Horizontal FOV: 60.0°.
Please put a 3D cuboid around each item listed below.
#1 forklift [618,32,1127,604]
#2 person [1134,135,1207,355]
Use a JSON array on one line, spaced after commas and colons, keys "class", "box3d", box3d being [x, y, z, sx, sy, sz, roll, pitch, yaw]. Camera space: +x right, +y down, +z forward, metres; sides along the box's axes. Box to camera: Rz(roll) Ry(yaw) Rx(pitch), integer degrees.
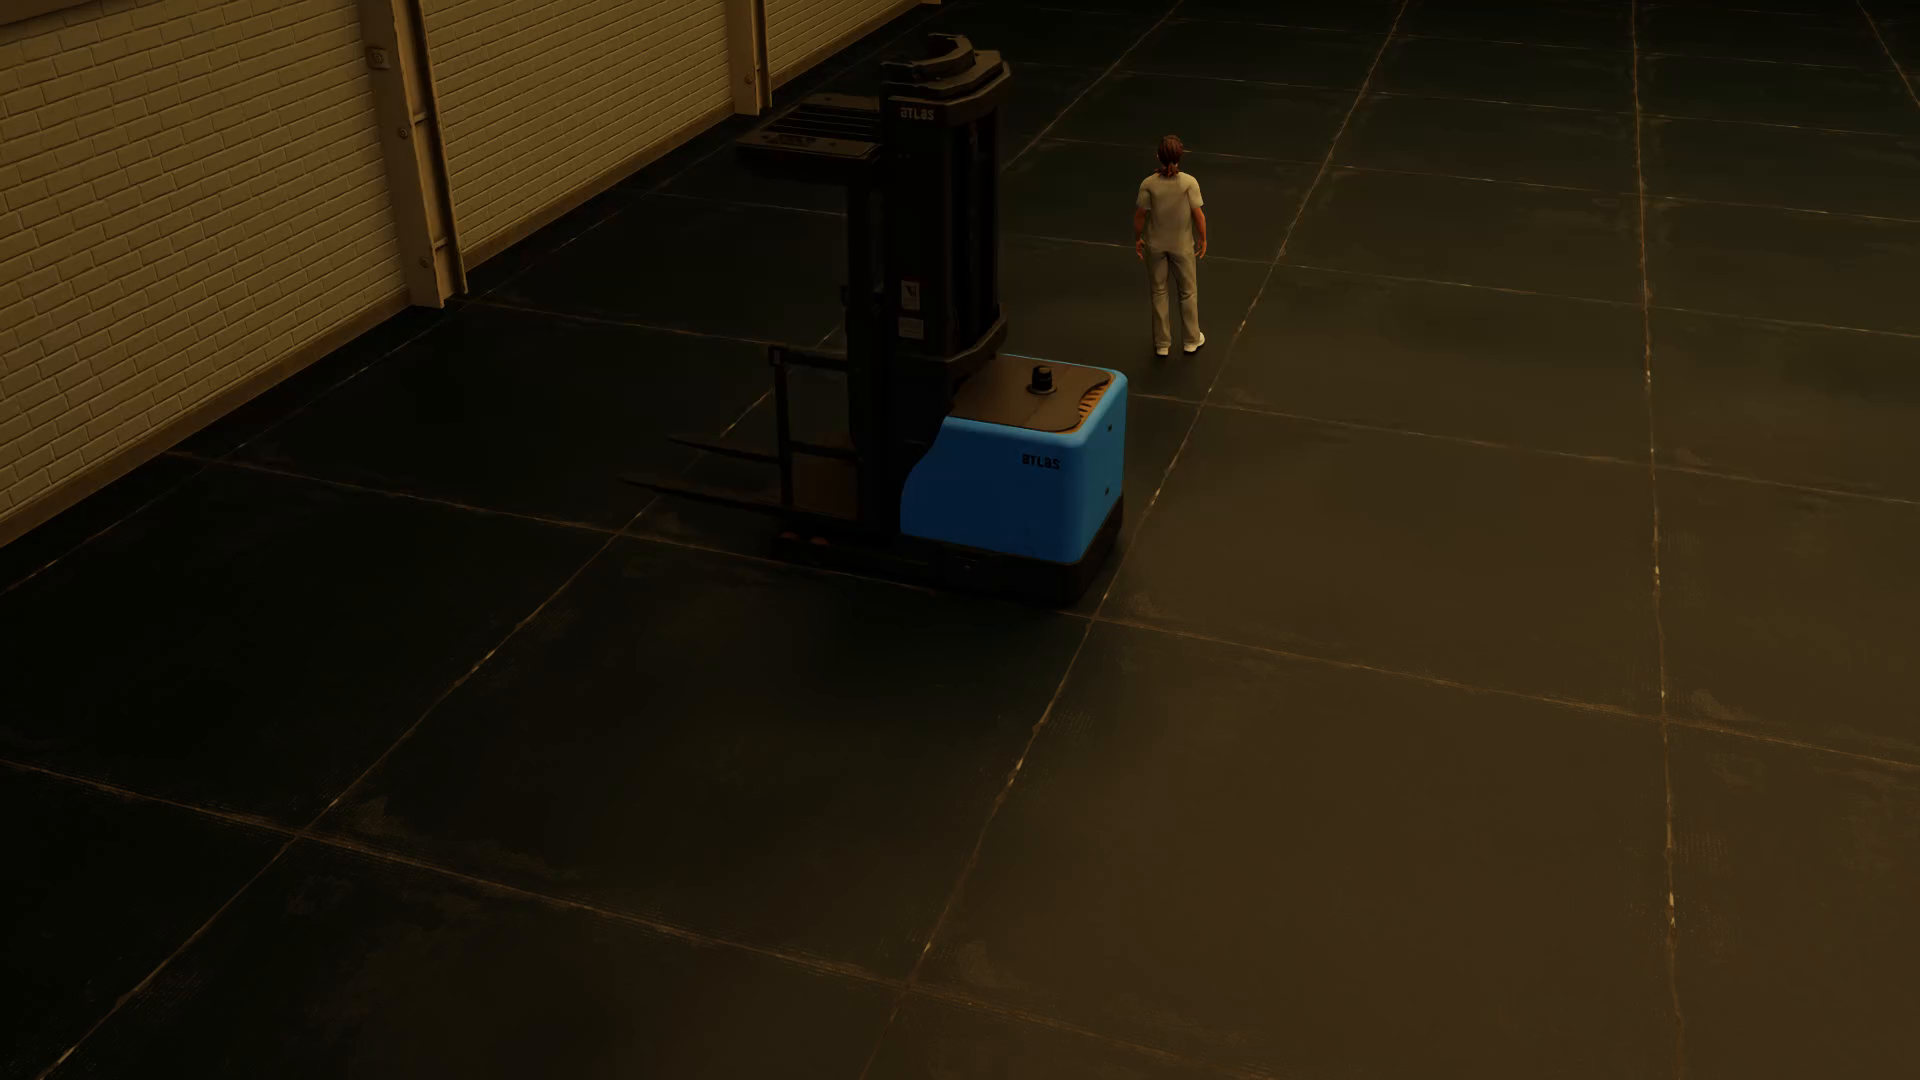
[{"class": "forklift", "box3d": [-0.588, -1.356, 9.515, 3.031, 2.935, 1.130, 10, 31, 18]}, {"class": "person", "box3d": [1.554, -2.167, 12.202, 0.550, 1.662, 0.548, 7, 30, 12]}]
